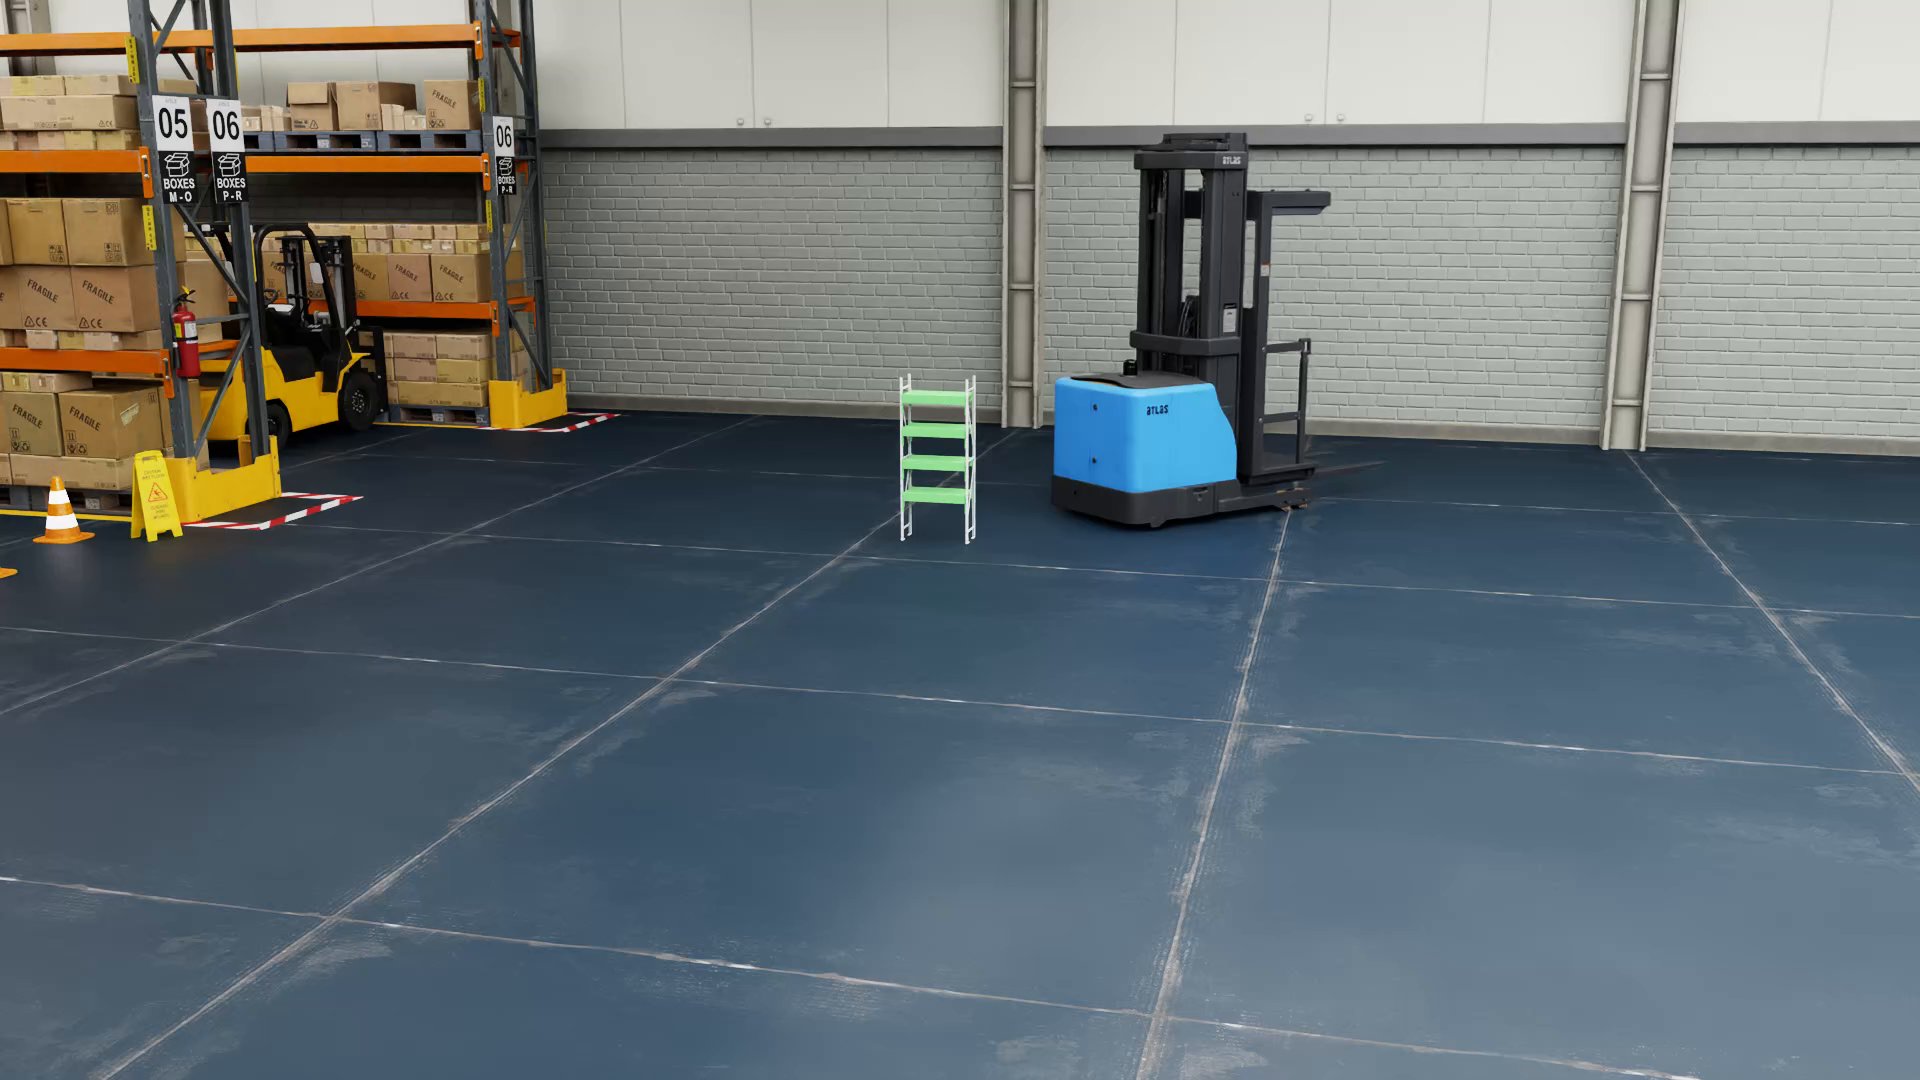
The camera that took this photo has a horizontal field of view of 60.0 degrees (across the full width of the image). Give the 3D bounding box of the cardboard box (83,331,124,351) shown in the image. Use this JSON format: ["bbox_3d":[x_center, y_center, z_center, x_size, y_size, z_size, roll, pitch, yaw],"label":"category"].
[{"bbox_3d":[-6.573,-1.564,12.937,0.250,0.149,0.380,3,13,13],"label":"cardboard box"}]

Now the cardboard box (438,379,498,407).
[{"bbox_3d":[-5.232,-1.587,17.839,0.500,0.250,0.500,3,13,14],"label":"cardboard box"}]

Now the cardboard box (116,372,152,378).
[{"bbox_3d":[-9.093,-2.044,19.035,0.625,0.625,0.875,4,13,16],"label":"cardboard box"}]

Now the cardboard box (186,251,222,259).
[{"bbox_3d":[-8.215,-2.945,18.350,0.500,0.500,0.500,3,13,12],"label":"cardboard box"}]

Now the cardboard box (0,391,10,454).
[{"bbox_3d":[-7.722,-0.992,13.426,0.500,0.500,0.500,3,13,12],"label":"cardboard box"}]

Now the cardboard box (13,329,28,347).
[{"bbox_3d":[-7.289,-1.632,13.242,0.250,0.149,0.380,3,13,14],"label":"cardboard box"}]

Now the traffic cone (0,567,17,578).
[{"bbox_3d":[-6.548,0.016,11.092,0.334,0.463,0.336,3,13,14],"label":"traffic cone"}]

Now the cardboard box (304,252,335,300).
[{"bbox_3d":[-6.731,-2.865,17.989,0.500,0.500,0.500,3,13,14],"label":"cardboard box"}]

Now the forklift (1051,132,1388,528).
[{"bbox_3d":[2.224,-1.748,13.347,3.031,2.935,1.130,-9,15,-34],"label":"forklift"}]

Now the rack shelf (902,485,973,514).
[{"bbox_3d":[-0.161,-0.298,12.208,0.480,0.148,0.258,3,13,14],"label":"rack shelf"}]

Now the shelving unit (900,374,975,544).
[{"bbox_3d":[-0.161,-0.594,12.142,0.503,1.200,0.258,3,13,14],"label":"shelving unit"}]

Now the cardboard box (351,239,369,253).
[{"bbox_3d":[-6.355,-3.152,17.788,0.250,0.149,0.380,3,13,14],"label":"cardboard box"}]

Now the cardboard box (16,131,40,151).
[{"bbox_3d":[-7.029,-3.078,12.836,0.250,0.149,0.380,3,13,14],"label":"cardboard box"}]

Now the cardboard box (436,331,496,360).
[{"bbox_3d":[-5.222,-2.075,17.733,0.500,0.250,0.500,4,13,15],"label":"cardboard box"}]

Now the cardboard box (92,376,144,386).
[{"bbox_3d":[-7.135,-1.078,13.816,0.500,0.500,0.500,3,13,11],"label":"cardboard box"}]

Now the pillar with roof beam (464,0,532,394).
[{"bbox_3d":[-6.192,-5.015,14.064,0.400,9.000,9.100,3,13,14],"label":"pillar with roof beam"}]

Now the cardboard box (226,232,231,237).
[{"bbox_3d":[-7.820,-3.400,18.217,0.250,0.149,0.380,3,13,12],"label":"cardboard box"}]

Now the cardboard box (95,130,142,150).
[{"bbox_3d":[-6.299,-3.024,12.592,0.250,0.149,0.380,3,13,14],"label":"cardboard box"}]

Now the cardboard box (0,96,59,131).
[{"bbox_3d":[-6.932,-3.258,12.726,0.500,0.250,0.500,3,13,13],"label":"cardboard box"}]

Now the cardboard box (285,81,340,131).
[{"bbox_3d":[-6.718,-4.619,17.764,0.637,0.503,0.797,3,13,15],"label":"cardboard box"}]

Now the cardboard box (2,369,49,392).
[{"bbox_3d":[-7.342,-1.273,13.196,0.250,0.149,0.380,3,13,14],"label":"cardboard box"}]

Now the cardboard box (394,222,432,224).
[{"bbox_3d":[-5.979,-3.395,18.196,0.250,0.149,0.380,3,13,15],"label":"cardboard box"}]

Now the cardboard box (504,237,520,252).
[{"bbox_3d":[-4.967,-3.204,18.021,0.250,0.149,0.380,3,13,12],"label":"cardboard box"}]

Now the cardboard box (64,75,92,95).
[{"bbox_3d":[-6.526,-3.430,12.583,0.250,0.149,0.380,3,13,15],"label":"cardboard box"}]

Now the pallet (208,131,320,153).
[{"bbox_3d":[-7.749,-4.356,18.222,1.213,0.211,1.003,3,13,14],"label":"pallet"}]

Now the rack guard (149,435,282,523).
[{"bbox_3d":[-5.960,-0.506,13.360,0.348,0.500,1.175,3,13,14],"label":"rack guard"}]

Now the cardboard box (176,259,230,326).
[{"bbox_3d":[-6.279,-1.999,13.402,0.500,0.500,0.500,3,13,13],"label":"cardboard box"}]

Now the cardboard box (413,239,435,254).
[{"bbox_3d":[-5.596,-3.124,17.662,0.250,0.149,0.380,3,13,15],"label":"cardboard box"}]

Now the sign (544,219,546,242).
[{"bbox_3d":[-4.561,-3.344,18.199,0.005,0.325,0.100,3,13,14],"label":"sign"}]

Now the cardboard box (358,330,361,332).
[{"bbox_3d":[-6.702,-2.153,18.081,0.500,0.250,0.500,3,13,12],"label":"cardboard box"}]

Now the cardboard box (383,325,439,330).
[{"bbox_3d":[-6.090,-2.235,18.453,0.500,0.250,0.500,3,13,13],"label":"cardboard box"}]

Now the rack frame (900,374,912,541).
[{"bbox_3d":[-0.398,-0.607,12.200,0.015,1.200,0.240,3,13,14],"label":"rack frame"}]

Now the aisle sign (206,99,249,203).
[{"bbox_3d":[-5.751,-3.053,13.069,0.004,0.787,0.394,3,13,14],"label":"aisle sign"}]

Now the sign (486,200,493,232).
[{"bbox_3d":[-4.844,-3.334,17.115,0.005,0.325,0.100,3,13,14],"label":"sign"}]

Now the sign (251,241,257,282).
[{"bbox_3d":[-5.756,-2.259,13.492,0.005,0.325,0.100,3,13,14],"label":"sign"}]

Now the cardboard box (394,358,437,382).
[{"bbox_3d":[-5.732,-1.861,17.920,0.500,0.250,0.500,3,13,13],"label":"cardboard box"}]

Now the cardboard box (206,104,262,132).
[{"bbox_3d":[-7.834,-4.554,17.915,0.500,0.311,0.500,3,13,15],"label":"cardboard box"}]

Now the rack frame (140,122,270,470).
[{"bbox_3d":[-5.886,-1.722,13.071,0.127,3.000,1.000,3,13,14],"label":"rack frame"}]

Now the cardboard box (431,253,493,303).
[{"bbox_3d":[-5.241,-2.785,17.632,0.500,0.500,0.500,3,13,12],"label":"cardboard box"}]

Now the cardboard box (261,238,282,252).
[{"bbox_3d":[-7.350,-3.204,18.023,0.250,0.149,0.380,3,13,13],"label":"cardboard box"}]

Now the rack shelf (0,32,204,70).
[{"bbox_3d":[-10.525,-5.460,18.652,4.000,0.370,1.077,3,13,14],"label":"rack shelf"}]

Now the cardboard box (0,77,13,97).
[{"bbox_3d":[-7.248,-3.478,12.798,0.250,0.149,0.380,3,13,14],"label":"cardboard box"}]

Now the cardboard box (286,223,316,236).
[{"bbox_3d":[-7.076,-3.355,18.017,0.250,0.149,0.380,3,13,13],"label":"cardboard box"}]

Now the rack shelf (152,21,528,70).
[{"bbox_3d":[-6.642,-5.252,17.716,4.000,0.370,1.077,3,13,14],"label":"rack shelf"}]

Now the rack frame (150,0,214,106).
[{"bbox_3d":[-8.584,-5.903,18.063,0.127,3.000,1.000,3,13,14],"label":"rack frame"}]

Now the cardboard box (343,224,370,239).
[{"bbox_3d":[-6.362,-3.296,17.751,0.250,0.149,0.380,3,13,15],"label":"cardboard box"}]

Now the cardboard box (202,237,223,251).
[{"bbox_3d":[-8.085,-3.254,18.248,0.250,0.149,0.380,3,13,15],"label":"cardboard box"}]

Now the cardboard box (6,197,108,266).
[{"bbox_3d":[-6.924,-2.413,12.958,0.500,0.500,0.700,3,13,14],"label":"cardboard box"}]

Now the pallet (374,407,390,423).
[{"bbox_3d":[-6.634,-1.500,18.505,1.213,0.211,1.003,3,13,14],"label":"pallet"}]

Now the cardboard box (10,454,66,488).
[{"bbox_3d":[-7.236,-0.599,13.386,0.500,0.250,0.500,3,13,14],"label":"cardboard box"}]

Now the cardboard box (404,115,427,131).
[{"bbox_3d":[-5.577,-4.341,17.329,0.250,0.149,0.380,3,13,12],"label":"cardboard box"}]

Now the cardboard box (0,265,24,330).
[{"bbox_3d":[-7.449,-1.940,13.136,0.500,0.500,0.500,3,13,13],"label":"cardboard box"}]

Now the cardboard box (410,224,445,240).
[{"bbox_3d":[-5.606,-3.265,17.611,0.250,0.149,0.380,3,13,15],"label":"cardboard box"}]

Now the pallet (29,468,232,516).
[{"bbox_3d":[-6.740,-0.414,13.614,1.213,0.211,1.003,3,13,14],"label":"pallet"}]
